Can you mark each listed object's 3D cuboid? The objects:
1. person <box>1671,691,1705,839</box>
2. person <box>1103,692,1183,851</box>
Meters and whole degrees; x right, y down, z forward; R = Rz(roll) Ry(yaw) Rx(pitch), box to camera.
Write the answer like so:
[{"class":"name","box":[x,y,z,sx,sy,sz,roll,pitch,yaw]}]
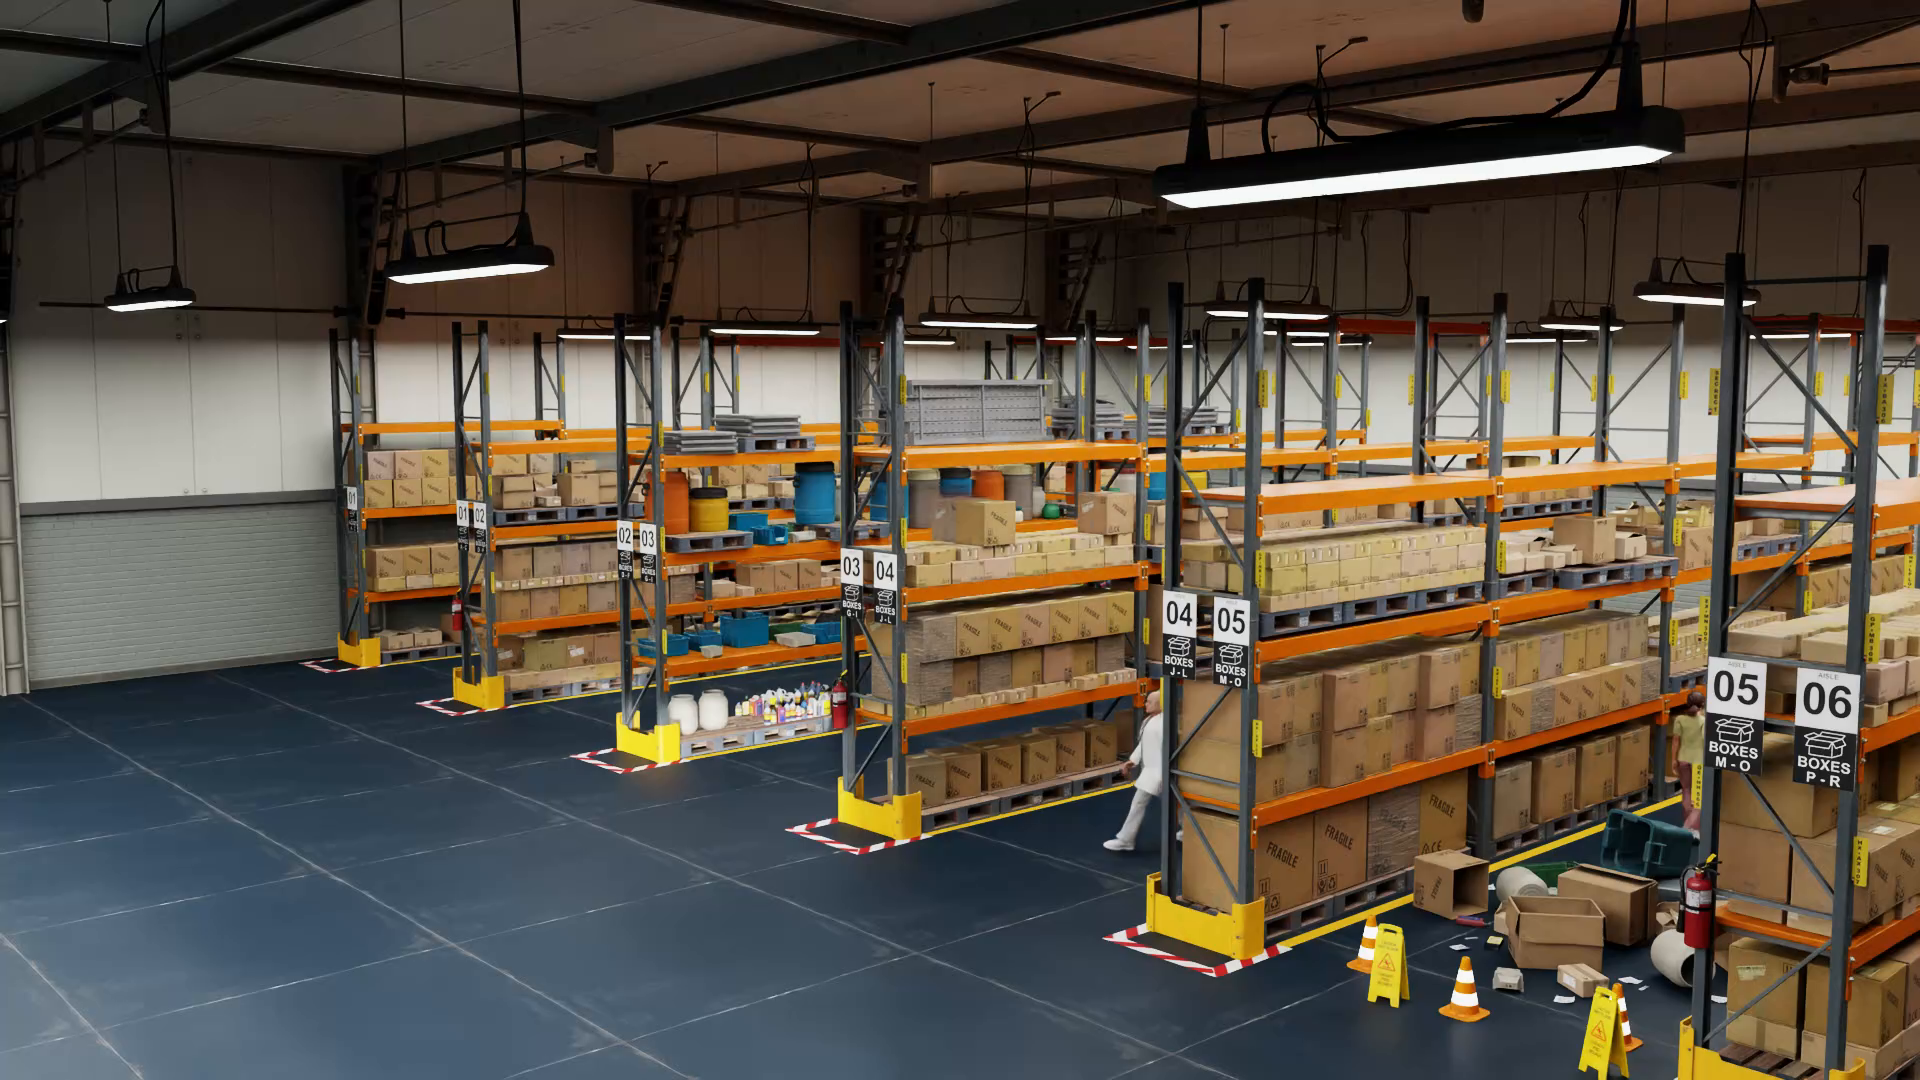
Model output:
[{"class":"person","box":[8.174,2.513,18.527,0.516,1.669,0.492,-5,8,-42]},{"class":"person","box":[2.112,2.498,18.142,1.207,1.715,0.640,-1,6,-12]}]
